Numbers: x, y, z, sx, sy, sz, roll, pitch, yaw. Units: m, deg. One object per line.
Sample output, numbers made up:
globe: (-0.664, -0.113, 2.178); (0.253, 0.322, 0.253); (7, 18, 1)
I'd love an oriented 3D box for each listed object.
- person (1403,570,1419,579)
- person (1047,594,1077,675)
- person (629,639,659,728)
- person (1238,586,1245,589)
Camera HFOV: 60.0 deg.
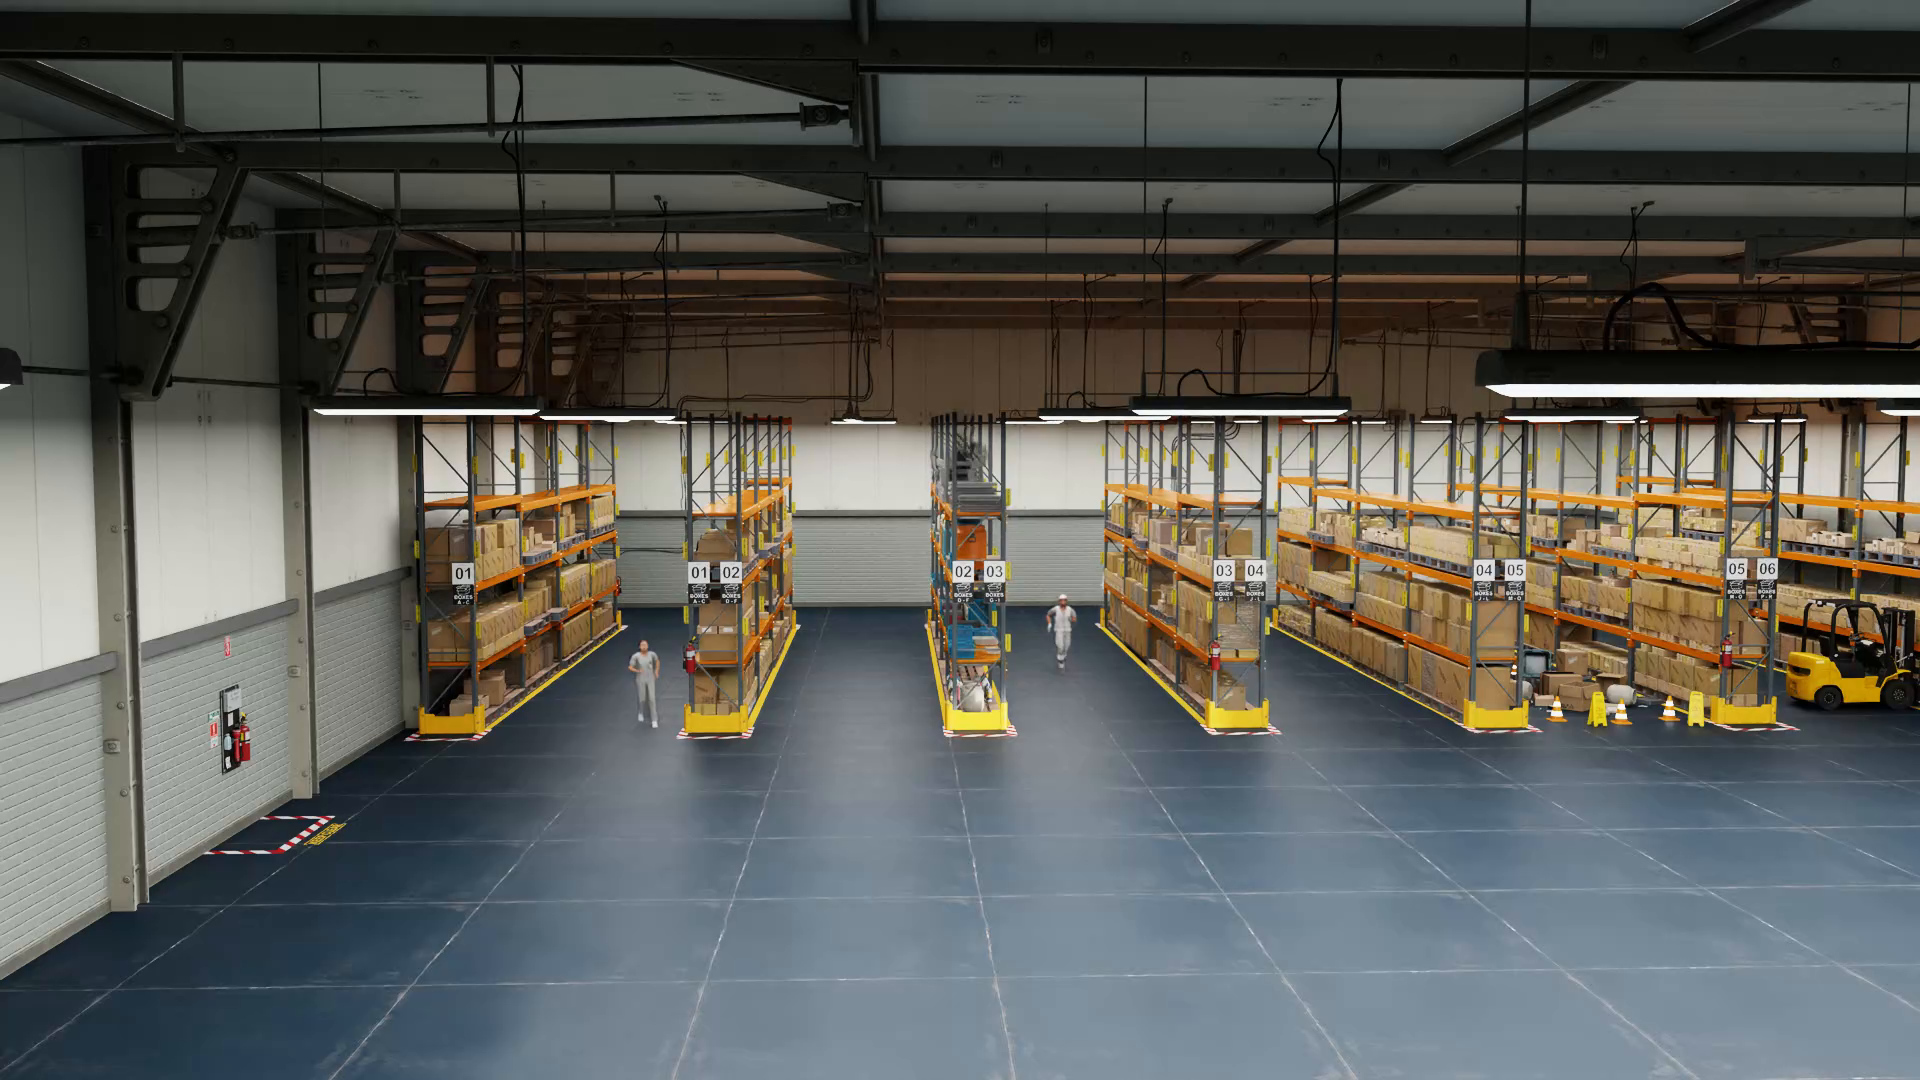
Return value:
person: (13.683, 1.418, 50.627); (0.612, 1.721, 0.659); (-2, 4, -23)
person: (2.382, 2.179, 38.726); (0.656, 1.838, 0.843); (-1, 4, -14)
person: (-6.011, 2.697, 31.703); (0.609, 1.655, 0.979); (-2, 4, -23)
person: (7.810, 1.699, 45.892); (0.716, 1.790, 0.991); (0, 4, 2)
